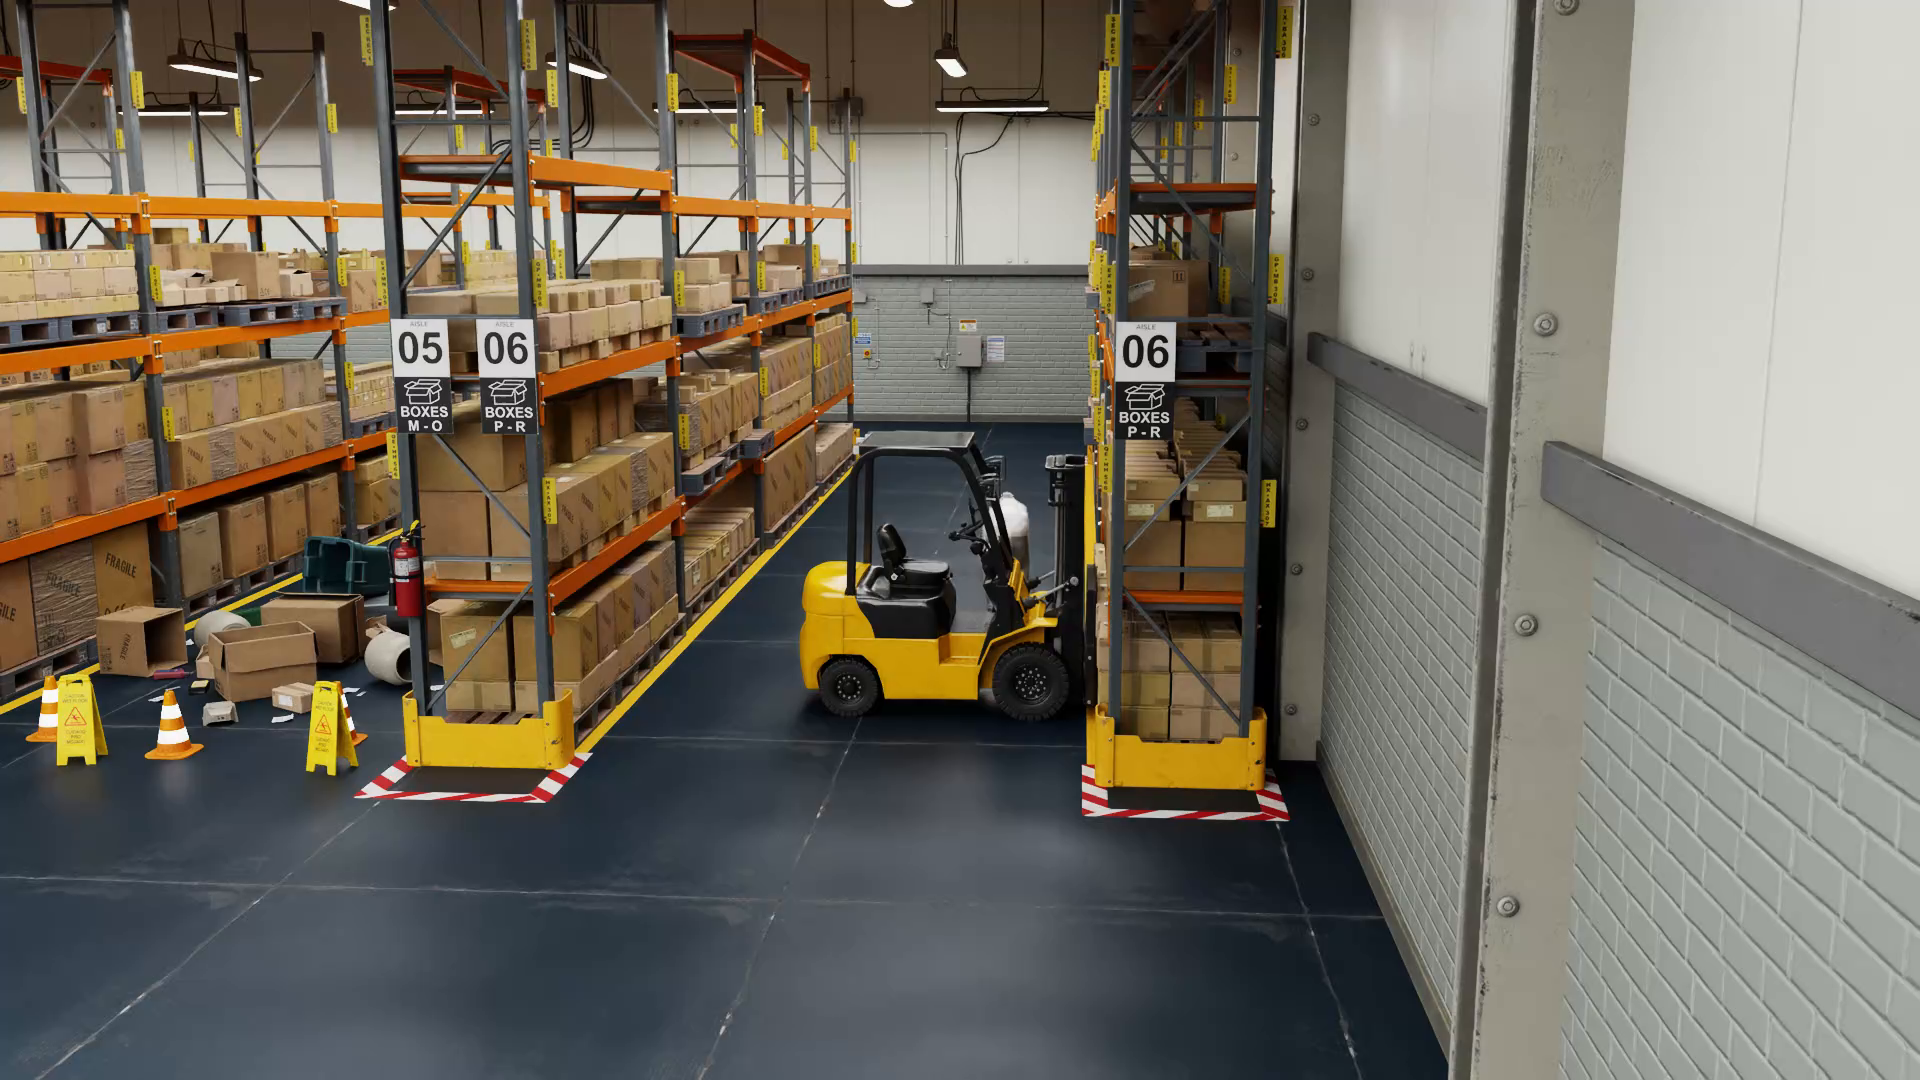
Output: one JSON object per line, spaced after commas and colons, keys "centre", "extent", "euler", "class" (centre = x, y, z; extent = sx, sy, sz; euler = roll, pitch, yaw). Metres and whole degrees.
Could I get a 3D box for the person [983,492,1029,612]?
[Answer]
{"centre": [0.461, 0.139, 16.779], "extent": [0.478, 1.148, 0.974], "euler": [0, 11, 2], "class": "person"}
